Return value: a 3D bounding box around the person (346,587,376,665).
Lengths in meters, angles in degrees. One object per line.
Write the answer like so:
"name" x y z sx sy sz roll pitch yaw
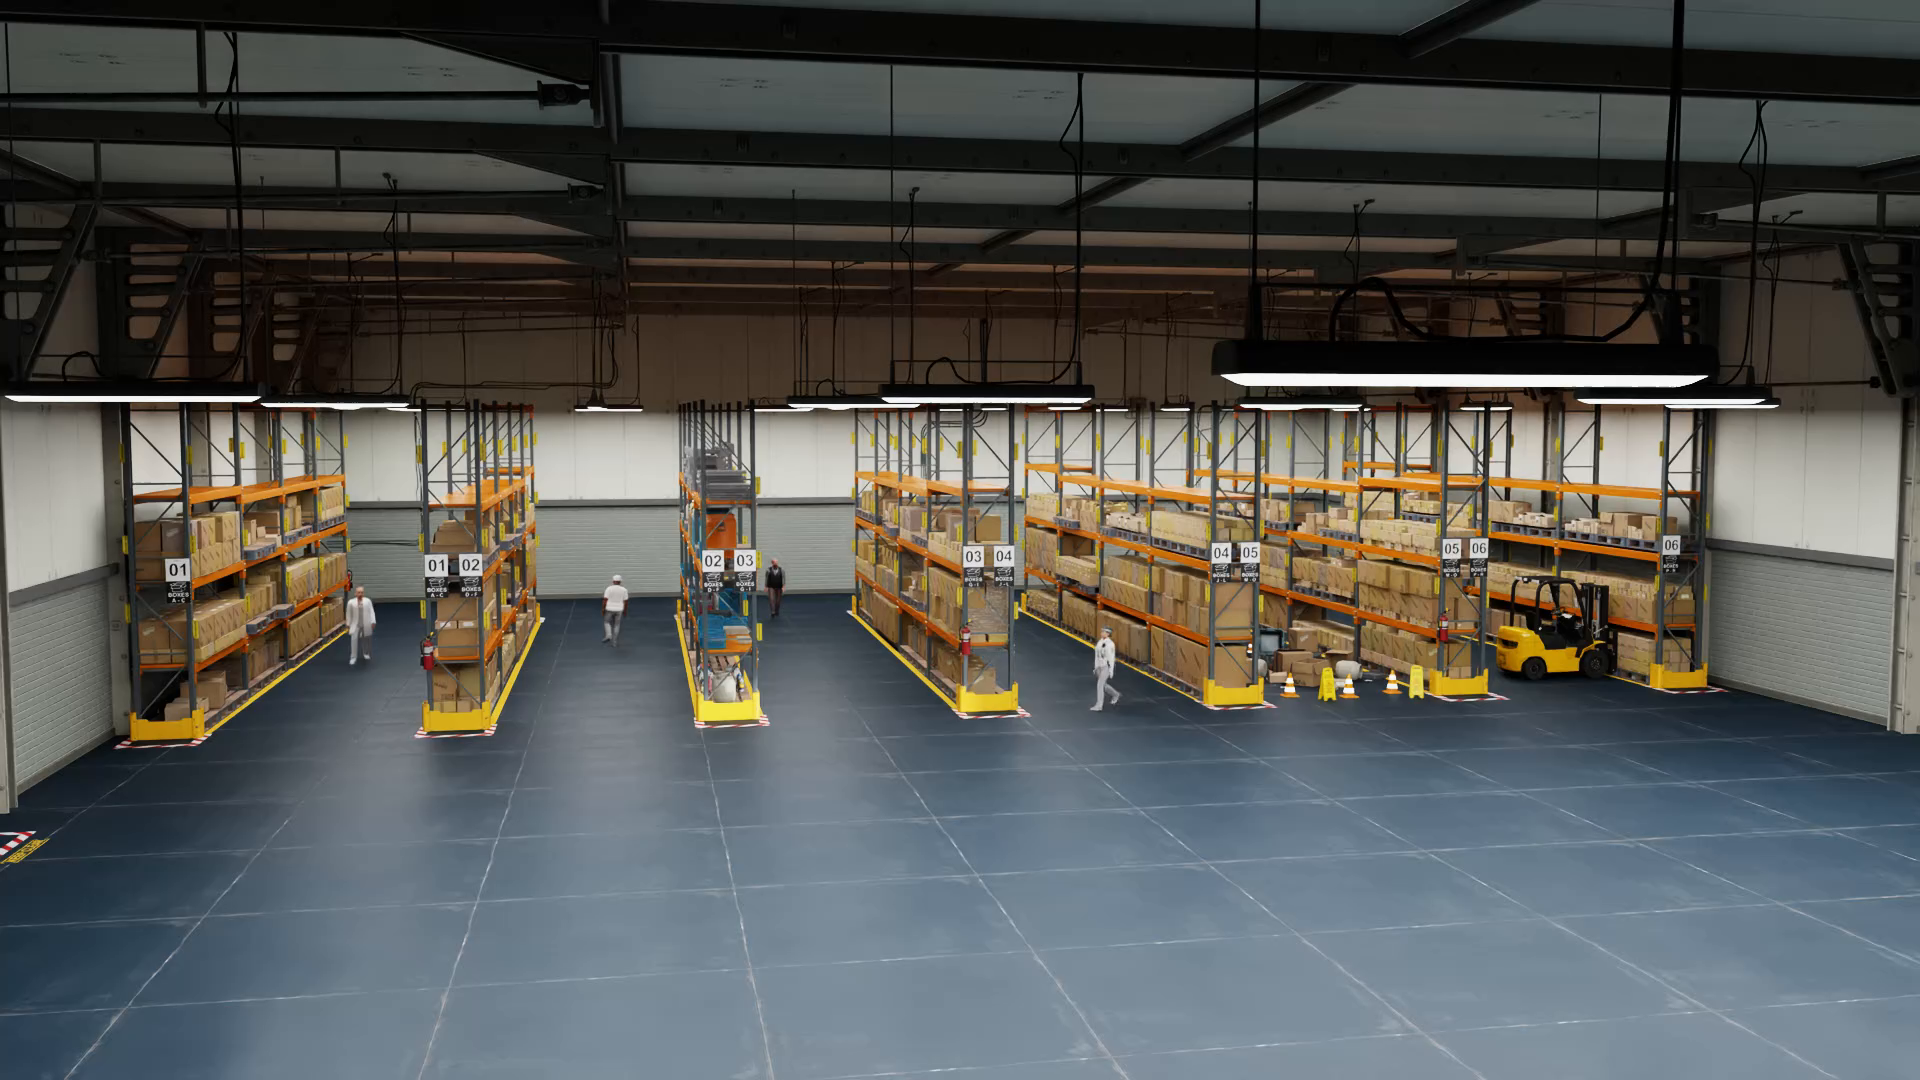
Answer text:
"person" -13.780 1.948 38.239 0.658 1.707 1.143 -1 4 -16

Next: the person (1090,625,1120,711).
"person" 2.841 2.451 32.204 0.887 1.653 0.484 -3 5 -38

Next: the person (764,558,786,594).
"person" -5.177 1.023 46.653 0.581 1.008 0.494 -1 4 -16

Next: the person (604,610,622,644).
"person" -8.556 2.087 41.051 0.439 0.954 0.433 -1 4 -13
